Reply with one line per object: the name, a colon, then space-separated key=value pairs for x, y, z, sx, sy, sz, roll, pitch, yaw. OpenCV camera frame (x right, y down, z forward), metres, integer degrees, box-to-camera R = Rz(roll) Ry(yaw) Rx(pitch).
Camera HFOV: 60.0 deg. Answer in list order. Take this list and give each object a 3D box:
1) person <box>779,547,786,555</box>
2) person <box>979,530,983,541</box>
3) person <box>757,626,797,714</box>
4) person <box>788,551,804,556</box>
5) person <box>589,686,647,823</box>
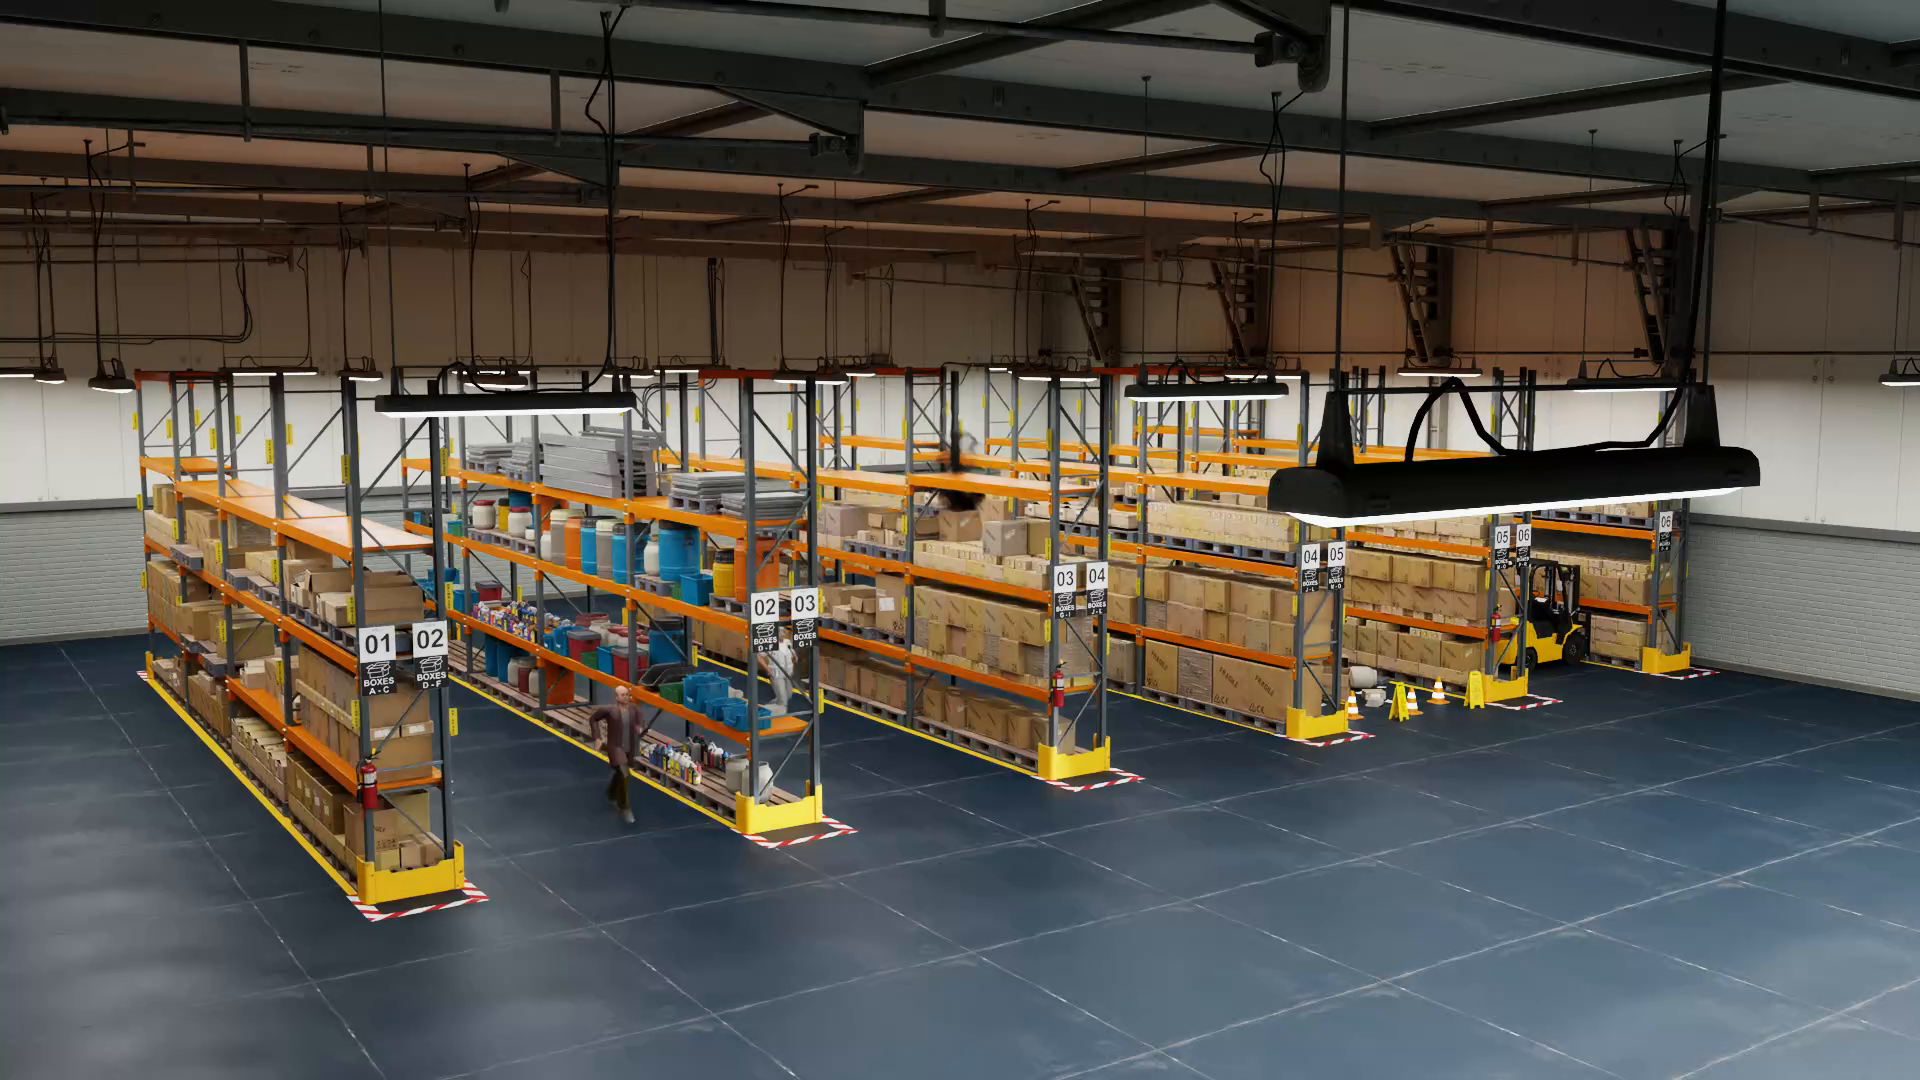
person: x=-4.511 y=0.916 z=40.729 sx=0.767 sy=1.765 sz=0.721 roll=1 pitch=7 yaw=9
person: x=0.644 y=0.357 z=44.946 sx=1.007 sy=1.729 sz=0.729 roll=1 pitch=6 yaw=7
person: x=-3.041 y=2.273 z=28.133 sx=0.673 sy=1.755 sz=0.944 roll=-5 pitch=8 yaw=-38
person: x=-4.257 y=0.775 z=41.558 sx=0.811 sy=1.737 sz=0.775 roll=-3 pitch=7 yaw=-25
person: x=-4.625 y=2.891 z=22.678 sx=0.937 sy=1.847 sz=0.666 roll=6 pitch=9 yaw=44
